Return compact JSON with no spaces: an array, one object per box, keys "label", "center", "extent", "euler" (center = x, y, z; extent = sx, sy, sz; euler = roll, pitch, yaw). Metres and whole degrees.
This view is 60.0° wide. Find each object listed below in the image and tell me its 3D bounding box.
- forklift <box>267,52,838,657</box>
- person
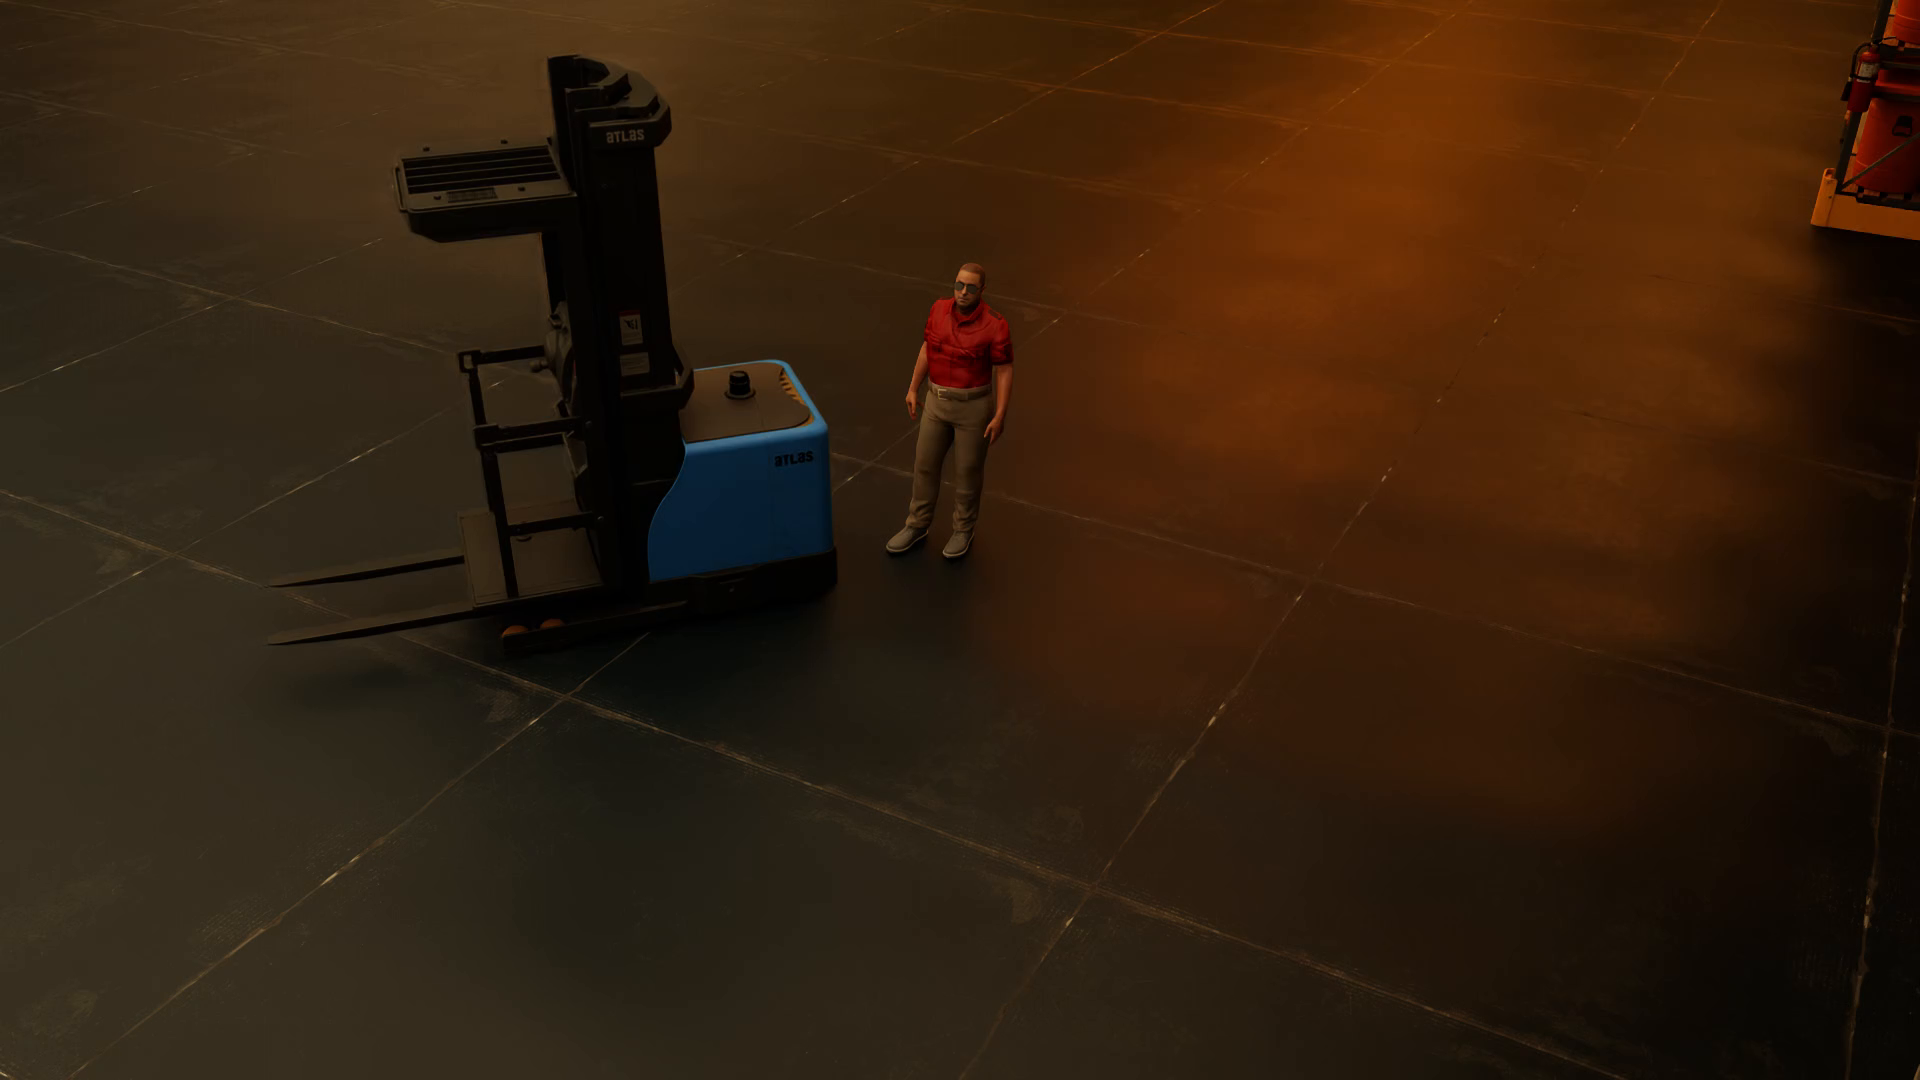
[{"label":"forklift","center":[-2.270,-0.941,8.701],"extent":[3.031,2.935,1.130],"euler":[-10,31,-16]},{"label":"person","center":[-0.054,-0.719,9.503],"extent":[0.641,1.728,0.550],"euler":[15,33,25]}]
